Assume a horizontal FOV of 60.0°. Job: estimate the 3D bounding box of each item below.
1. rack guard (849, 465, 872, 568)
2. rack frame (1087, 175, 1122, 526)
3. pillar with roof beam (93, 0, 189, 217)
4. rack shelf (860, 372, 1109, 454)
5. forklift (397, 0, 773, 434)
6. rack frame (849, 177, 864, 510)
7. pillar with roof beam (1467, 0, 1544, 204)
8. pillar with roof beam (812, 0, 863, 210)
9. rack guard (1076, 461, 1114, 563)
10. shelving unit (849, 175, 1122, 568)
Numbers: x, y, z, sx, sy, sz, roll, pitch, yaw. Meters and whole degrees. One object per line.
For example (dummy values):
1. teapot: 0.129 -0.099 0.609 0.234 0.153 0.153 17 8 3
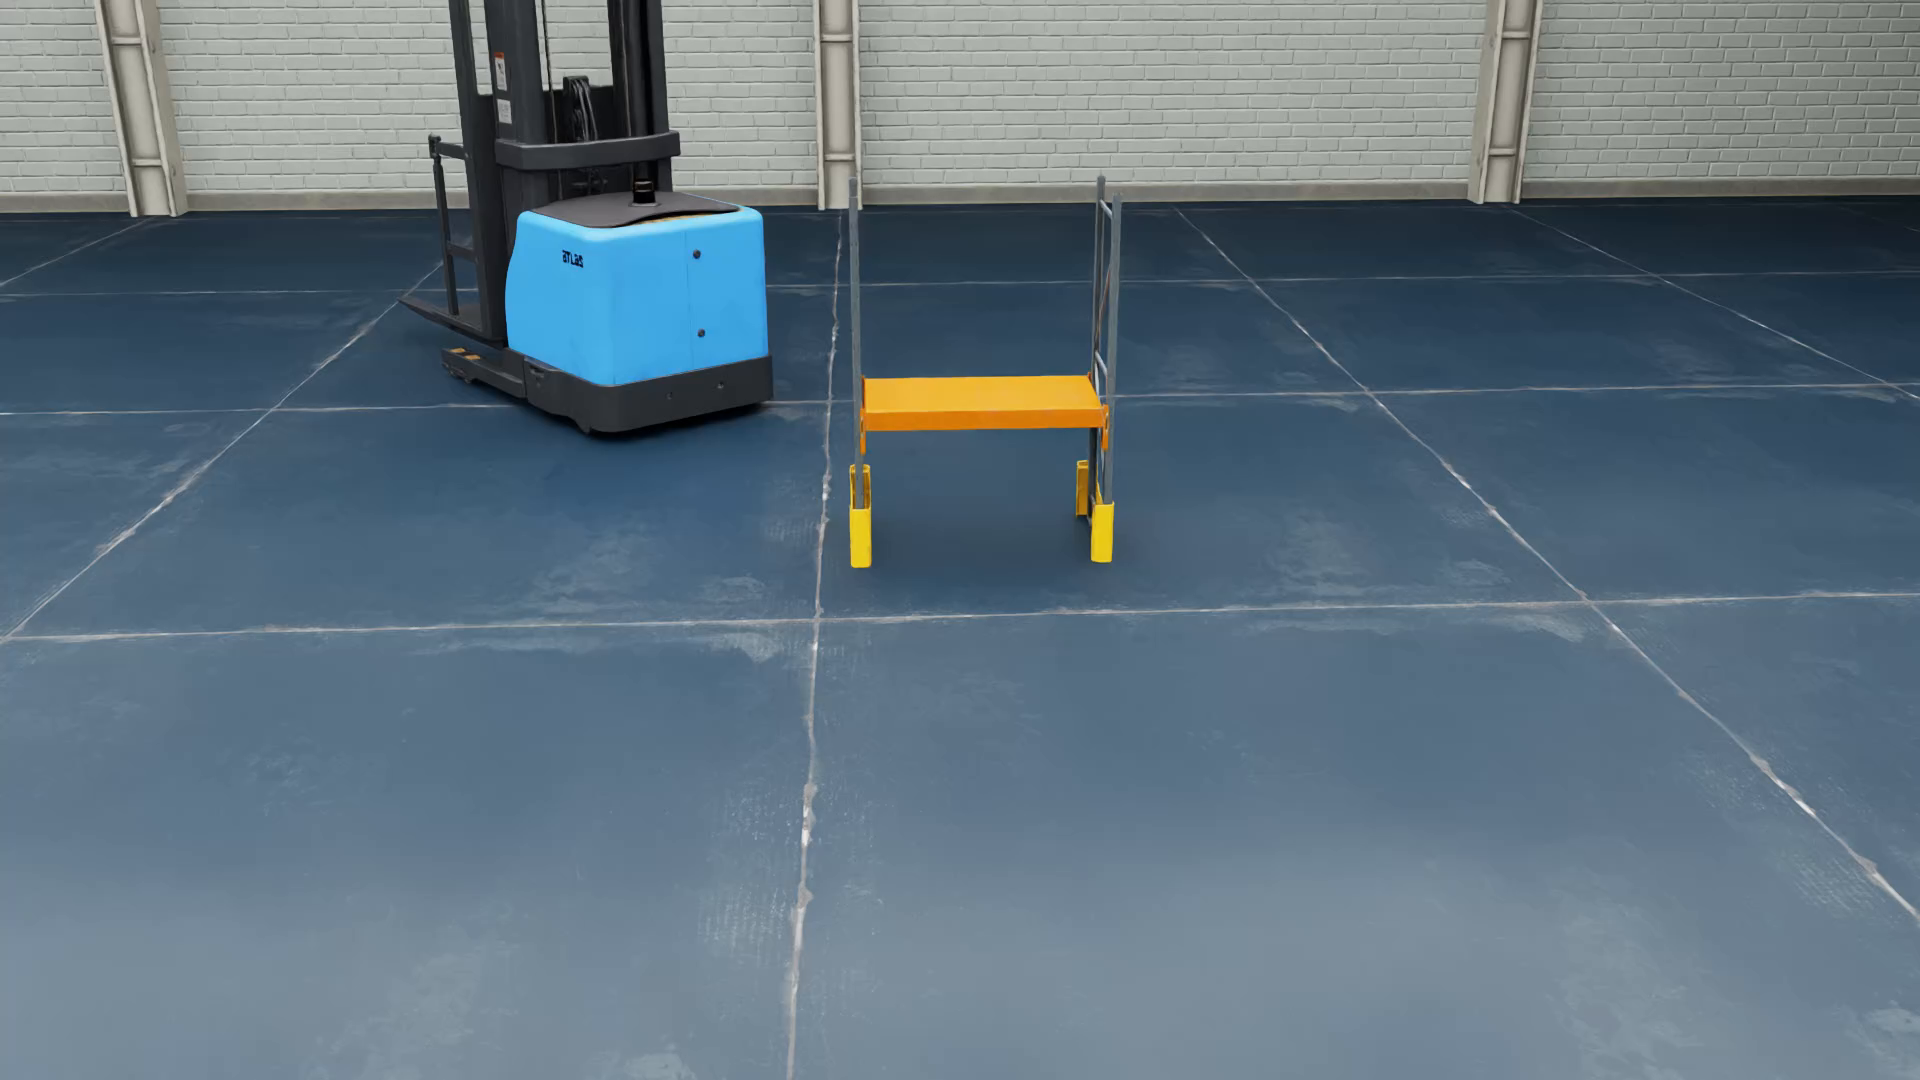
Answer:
1. rack guard: -0.421 -0.108 7.054 0.087 0.250 0.587 -1 21 -3
2. rack frame: 0.593 -0.713 6.886 0.032 1.500 0.500 -1 21 -3
3. pillar with roof beam: -6.820 -5.562 9.082 0.400 9.000 9.100 -1 21 -3
4. rack shelf: 0.085 -0.535 6.923 1.000 0.185 0.538 -1 21 -3
5. forklift: -2.336 -2.359 9.197 1.130 2.935 3.031 -17 26 -37
6. rack frame: -0.422 -0.692 6.832 0.032 1.500 0.500 -1 21 -3
7. pillar with roof beam: 5.160 -5.806 9.722 0.400 9.000 9.100 -1 21 -3
8. pillar with roof beam: -0.830 -5.684 9.402 0.400 9.000 9.100 -1 21 -3
9. rack guard: 0.573 -0.128 7.107 0.087 0.250 0.587 -1 21 -3
10. shelving unit: 0.076 -0.702 6.858 1.083 1.500 0.587 -1 21 -3
